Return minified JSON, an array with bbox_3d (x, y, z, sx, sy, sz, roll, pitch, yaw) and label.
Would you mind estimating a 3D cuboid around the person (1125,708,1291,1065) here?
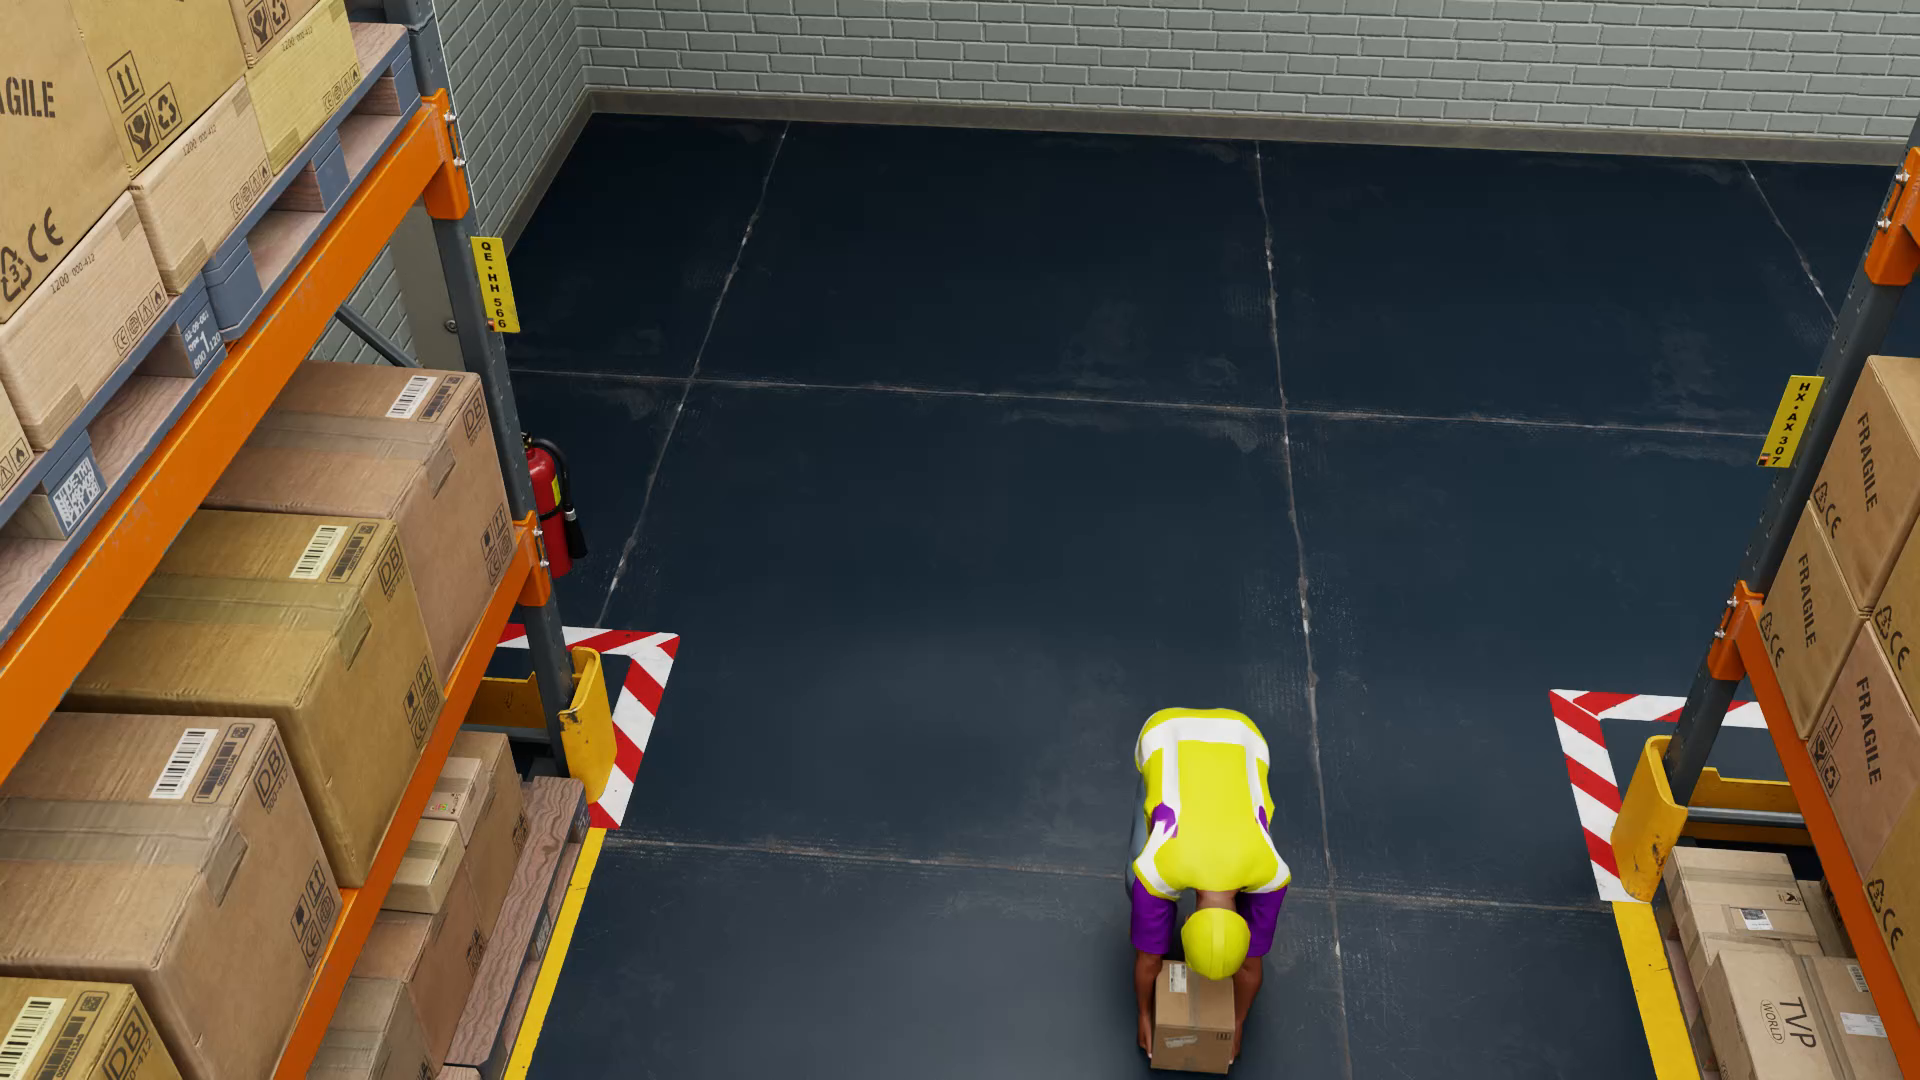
[{"bbox_3d":[0.795,1.121,5.449,0.503,0.925,0.975,1,40,2],"label":"person"}]
